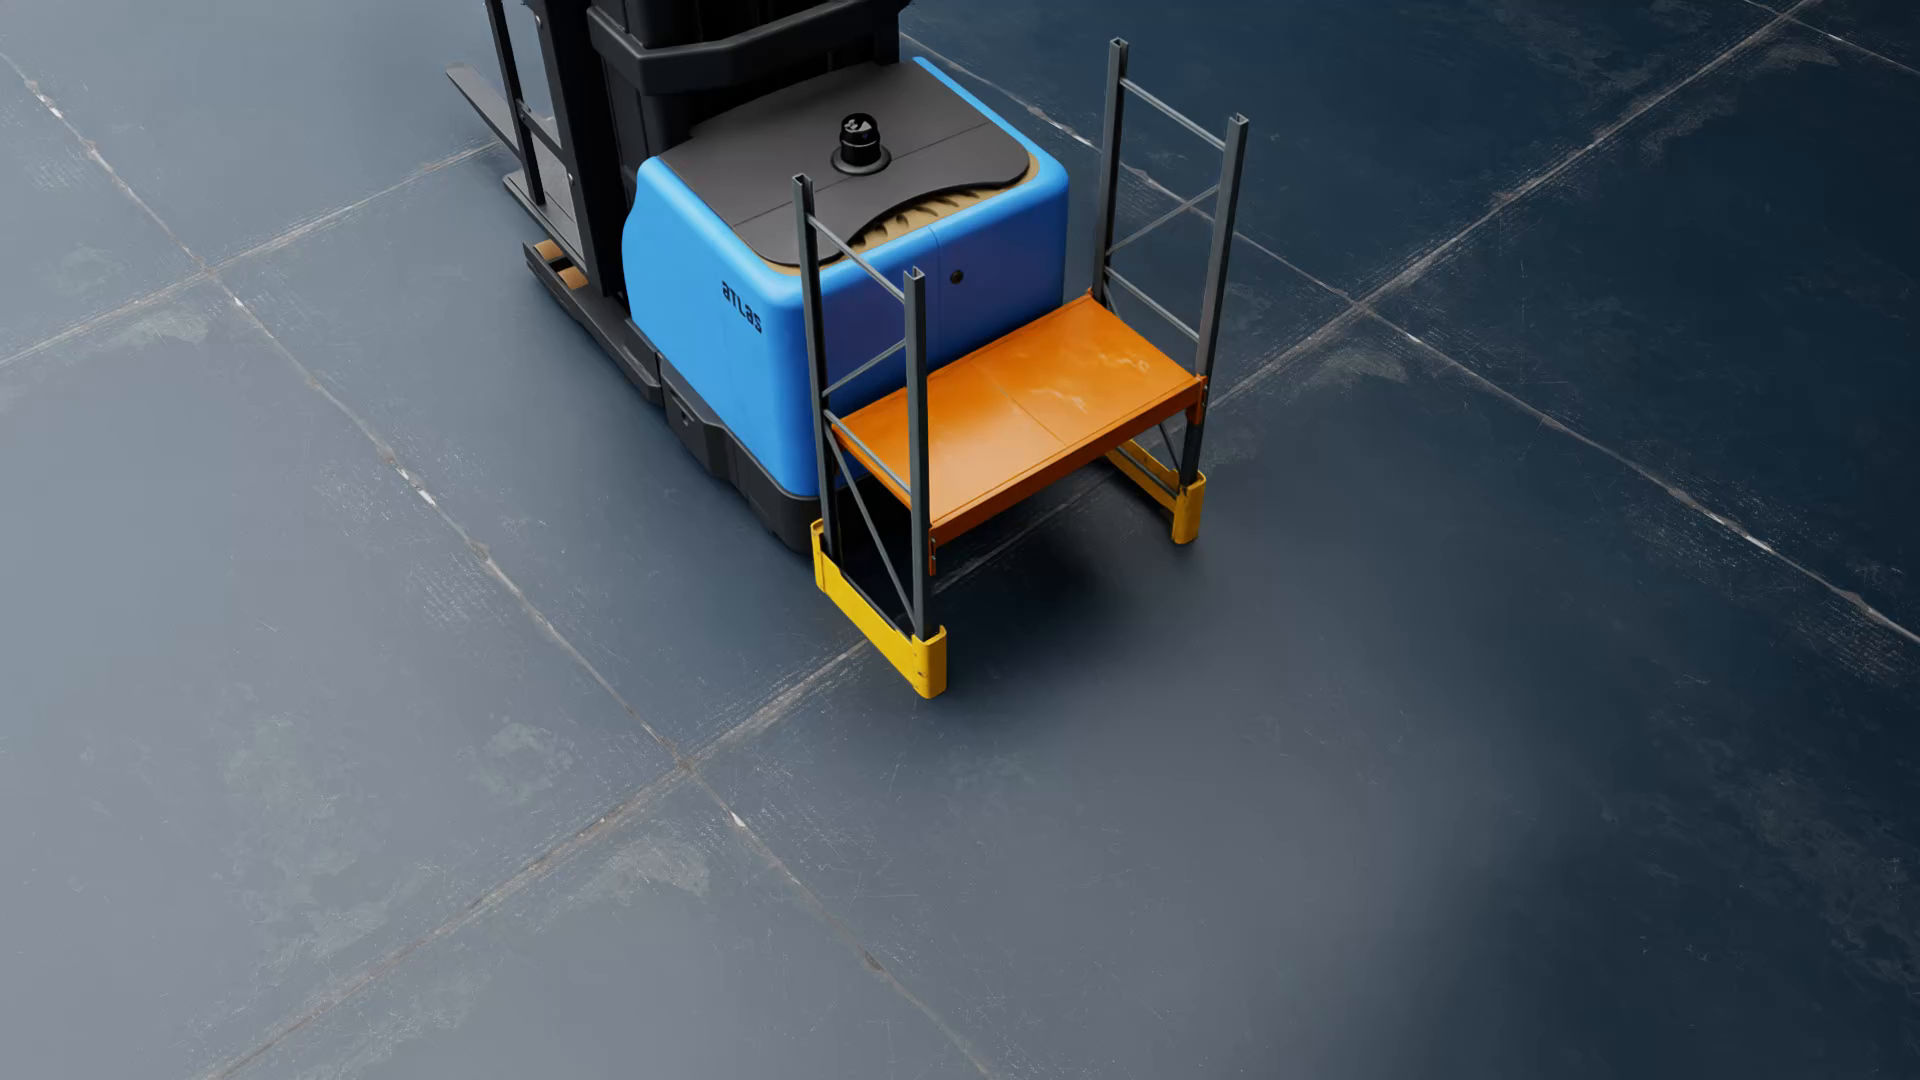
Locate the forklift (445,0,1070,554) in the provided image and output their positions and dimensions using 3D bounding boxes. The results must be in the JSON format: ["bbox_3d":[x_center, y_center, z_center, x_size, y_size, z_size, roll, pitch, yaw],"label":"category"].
[{"bbox_3d":[-0.931,-2.000,5.101,1.130,2.935,3.031,-28,53,-23],"label":"forklift"}]

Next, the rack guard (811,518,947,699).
[{"bbox_3d":[-0.241,0.193,4.901,0.087,0.250,0.587,-29,54,-24],"label":"rack guard"}]

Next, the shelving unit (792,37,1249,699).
[{"bbox_3d":[0.154,-0.453,4.648,1.083,1.500,0.587,-29,54,-24],"label":"shelving unit"}]

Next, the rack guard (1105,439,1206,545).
[{"bbox_3d":[0.549,-0.252,5.313,0.087,0.250,0.587,-29,54,-24],"label":"rack guard"}]

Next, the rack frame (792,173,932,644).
[{"bbox_3d":[-0.242,-0.230,4.442,0.032,1.500,0.500,-29,54,-24],"label":"rack frame"}]

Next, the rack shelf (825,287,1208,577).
[{"bbox_3d":[0.161,-0.335,4.784,1.000,0.185,0.538,-29,54,-24],"label":"rack shelf"}]

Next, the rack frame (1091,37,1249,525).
[{"bbox_3d":[0.564,-0.685,4.861,0.032,1.500,0.500,-29,54,-24],"label":"rack frame"}]
